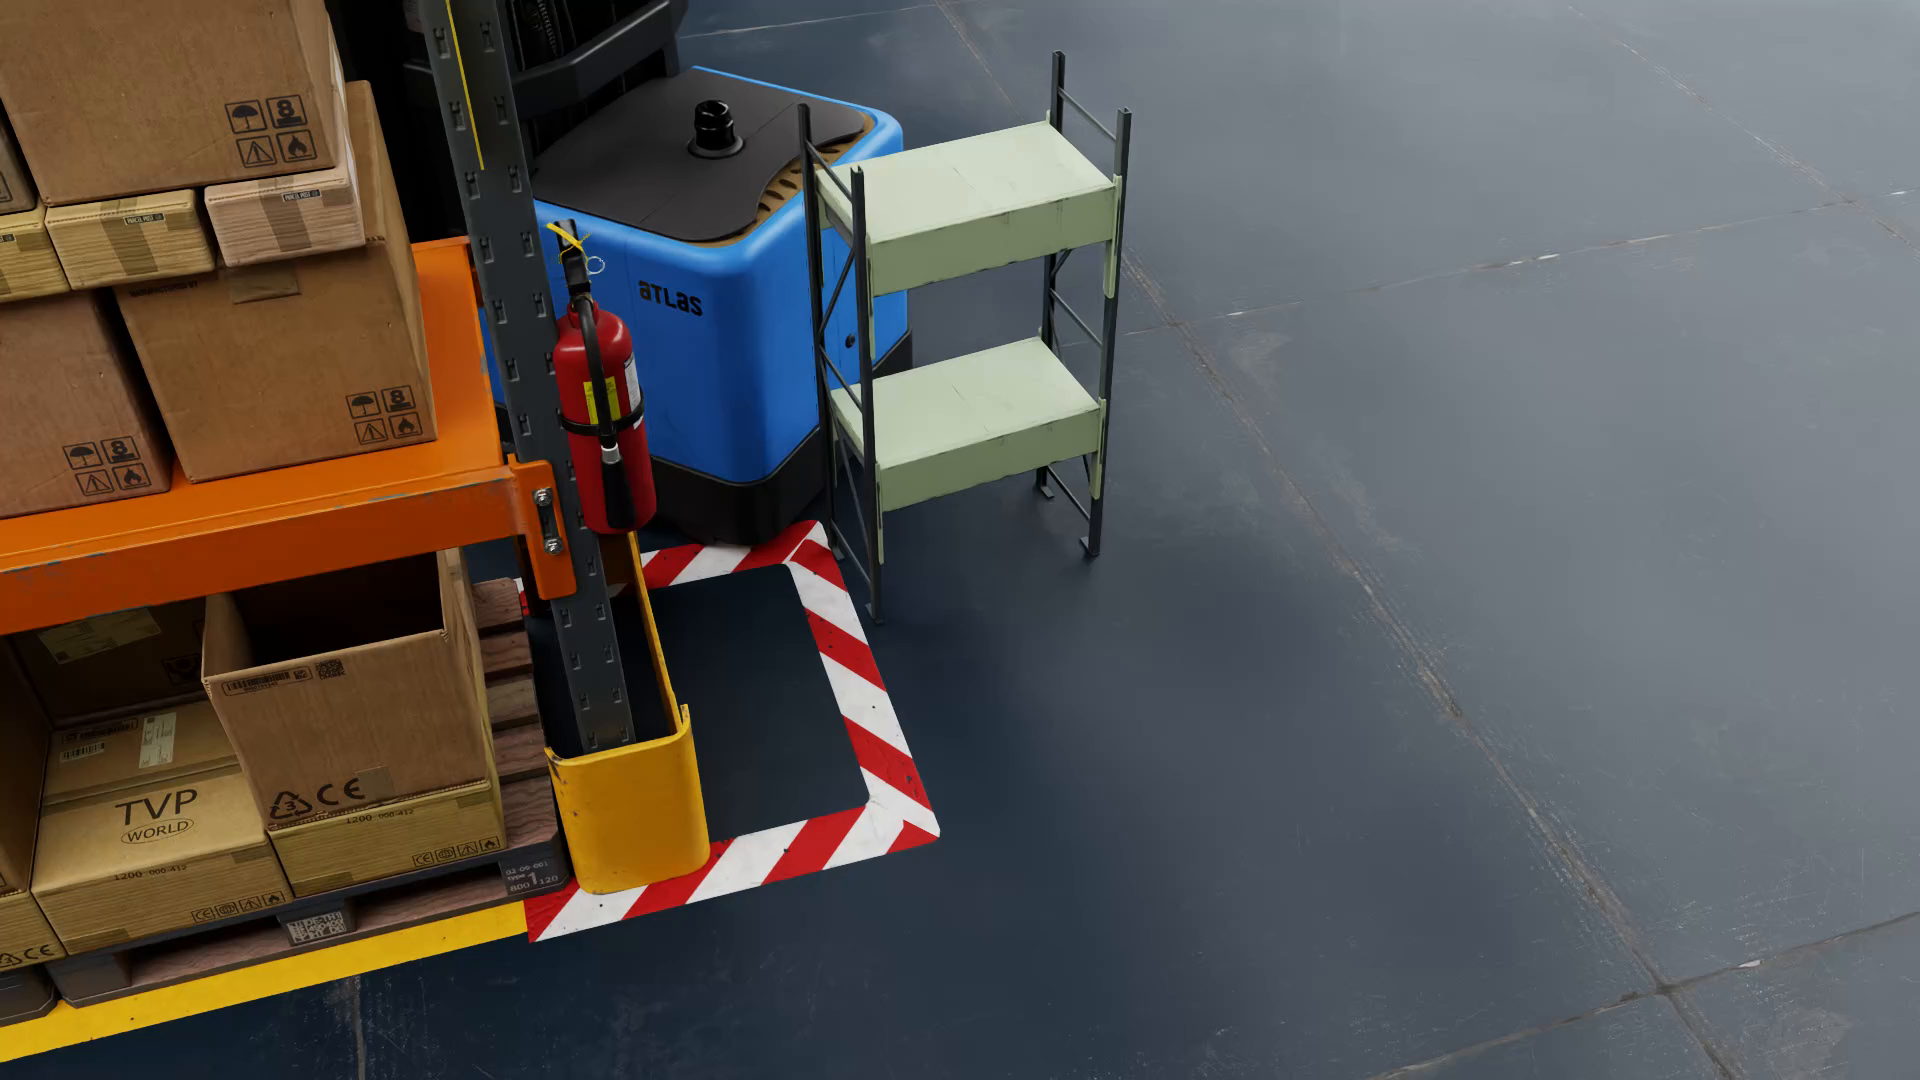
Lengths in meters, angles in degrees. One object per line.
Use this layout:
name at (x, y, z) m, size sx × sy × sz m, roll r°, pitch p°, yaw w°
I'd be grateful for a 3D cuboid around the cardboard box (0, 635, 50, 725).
cardboard box at (-2.522, 0.155, 3.994) m, size 0.500 × 0.500 × 0.500 m, roll -12°, pitch 42°, yaw -13°

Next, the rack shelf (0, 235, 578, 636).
rack shelf at (-2.902, 0.053, 3.457) m, size 4.000 × 0.370 × 1.077 m, roll -12°, pitch 42°, yaw -13°

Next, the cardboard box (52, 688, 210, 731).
cardboard box at (-2.048, 0.331, 4.362) m, size 0.500 × 0.250 × 0.500 m, roll -12°, pitch 42°, yaw -13°

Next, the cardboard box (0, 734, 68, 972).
cardboard box at (-2.367, 0.762, 3.869) m, size 0.500 × 0.250 × 0.500 m, roll -12°, pitch 42°, yaw -13°

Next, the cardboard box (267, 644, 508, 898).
cardboard box at (-1.417, 0.555, 4.105) m, size 0.500 × 0.250 × 0.500 m, roll -12°, pitch 42°, yaw -13°

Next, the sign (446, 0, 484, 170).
sign at (-0.844, -0.795, 2.821) m, size 0.005 × 0.325 × 0.100 m, roll -12°, pitch 42°, yaw -13°

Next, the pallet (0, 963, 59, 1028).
pallet at (-2.873, 0.853, 4.113) m, size 1.213 × 0.211 × 1.003 m, roll -12°, pitch 42°, yaw -13°

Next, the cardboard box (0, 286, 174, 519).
cardboard box at (-1.943, -0.460, 3.421) m, size 0.500 × 0.500 × 0.700 m, roll -11°, pitch 42°, yaw -12°

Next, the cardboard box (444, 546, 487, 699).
cardboard box at (-1.573, 0.230, 4.477) m, size 0.500 × 0.250 × 0.500 m, roll -12°, pitch 42°, yaw -13°

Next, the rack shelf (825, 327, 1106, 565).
rack shelf at (0.009, -0.289, 4.936) m, size 0.720 × 0.370 × 0.431 m, roll -17°, pitch 44°, yaw -18°

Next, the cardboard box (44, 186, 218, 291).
cardboard box at (-1.551, -0.648, 3.143) m, size 0.250 × 0.149 × 0.380 m, roll -11°, pitch 42°, yaw -12°

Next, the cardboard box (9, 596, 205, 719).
cardboard box at (-2.049, 0.048, 4.116) m, size 0.500 × 0.500 × 0.500 m, roll -12°, pitch 42°, yaw -13°

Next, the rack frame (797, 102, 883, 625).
rack frame at (-0.323, -0.434, 4.606) m, size 0.023 × 1.500 × 0.400 m, roll -17°, pitch 44°, yaw -18°

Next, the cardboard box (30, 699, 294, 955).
cardboard box at (-1.890, 0.662, 3.984) m, size 0.500 × 0.250 × 0.500 m, roll -12°, pitch 42°, yaw -13°

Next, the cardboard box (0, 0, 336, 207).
cardboard box at (-1.494, -1.045, 3.104) m, size 0.500 × 0.500 × 0.700 m, roll -12°, pitch 42°, yaw -13°

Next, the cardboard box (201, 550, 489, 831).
cardboard box at (-1.416, 0.274, 3.857) m, size 0.500 × 0.500 × 0.500 m, roll -12°, pitch 42°, yaw -13°

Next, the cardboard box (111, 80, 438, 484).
cardboard box at (-1.443, -0.567, 3.543) m, size 0.500 × 0.500 × 0.700 m, roll -12°, pitch 42°, yaw -13°

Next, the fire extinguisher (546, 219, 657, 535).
fire extinguisher at (-0.742, -0.316, 3.391) m, size 0.183 × 0.674 × 0.296 m, roll -12°, pitch 42°, yaw -13°

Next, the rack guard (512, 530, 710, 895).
rack guard at (-0.971, 0.323, 4.500) m, size 0.348 × 0.500 × 1.175 m, roll -12°, pitch 42°, yaw -13°

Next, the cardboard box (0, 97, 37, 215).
cardboard box at (-1.994, -0.938, 2.981) m, size 0.500 × 0.500 × 0.700 m, roll -13°, pitch 43°, yaw -14°

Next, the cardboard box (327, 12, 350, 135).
cardboard box at (-1.433, -0.953, 3.492) m, size 0.250 × 0.149 × 0.380 m, roll -12°, pitch 43°, yaw -13°

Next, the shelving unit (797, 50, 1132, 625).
shelving unit at (0.009, -0.534, 4.721) m, size 0.755 × 1.500 × 0.431 m, roll -17°, pitch 44°, yaw -18°

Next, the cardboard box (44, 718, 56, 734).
cardboard box at (-2.525, 0.430, 4.249) m, size 0.500 × 0.250 × 0.500 m, roll -12°, pitch 42°, yaw -13°

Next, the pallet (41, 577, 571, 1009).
pallet at (-1.711, 0.614, 4.387) m, size 1.213 × 0.211 × 1.003 m, roll -12°, pitch 42°, yaw -13°

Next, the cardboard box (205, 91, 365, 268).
cardboard box at (-1.301, -0.700, 3.203) m, size 0.250 × 0.149 × 0.380 m, roll -12°, pitch 43°, yaw -14°

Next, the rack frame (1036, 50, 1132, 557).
rack frame at (0.342, -0.635, 4.836) m, size 0.023 × 1.500 × 0.400 m, roll -17°, pitch 44°, yaw -18°

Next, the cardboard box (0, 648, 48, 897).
cardboard box at (-2.366, 0.481, 3.620) m, size 0.500 × 0.500 × 0.500 m, roll -12°, pitch 42°, yaw -13°

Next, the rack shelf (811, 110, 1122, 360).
rack shelf at (0.010, -0.828, 4.465) m, size 0.720 × 0.370 × 0.431 m, roll -17°, pitch 44°, yaw -18°

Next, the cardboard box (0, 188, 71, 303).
cardboard box at (-1.794, -0.597, 3.085) m, size 0.250 × 0.149 × 0.380 m, roll -12°, pitch 43°, yaw -14°

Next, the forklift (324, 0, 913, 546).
forklift at (-1.710, -1.770, 5.048) m, size 3.031 × 2.935 × 1.130 m, roll 19°, pitch 45°, yaw 20°

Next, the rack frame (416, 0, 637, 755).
rack frame at (-0.994, -0.613, 3.672) m, size 0.127 × 3.000 × 1.000 m, roll -12°, pitch 42°, yaw -13°
